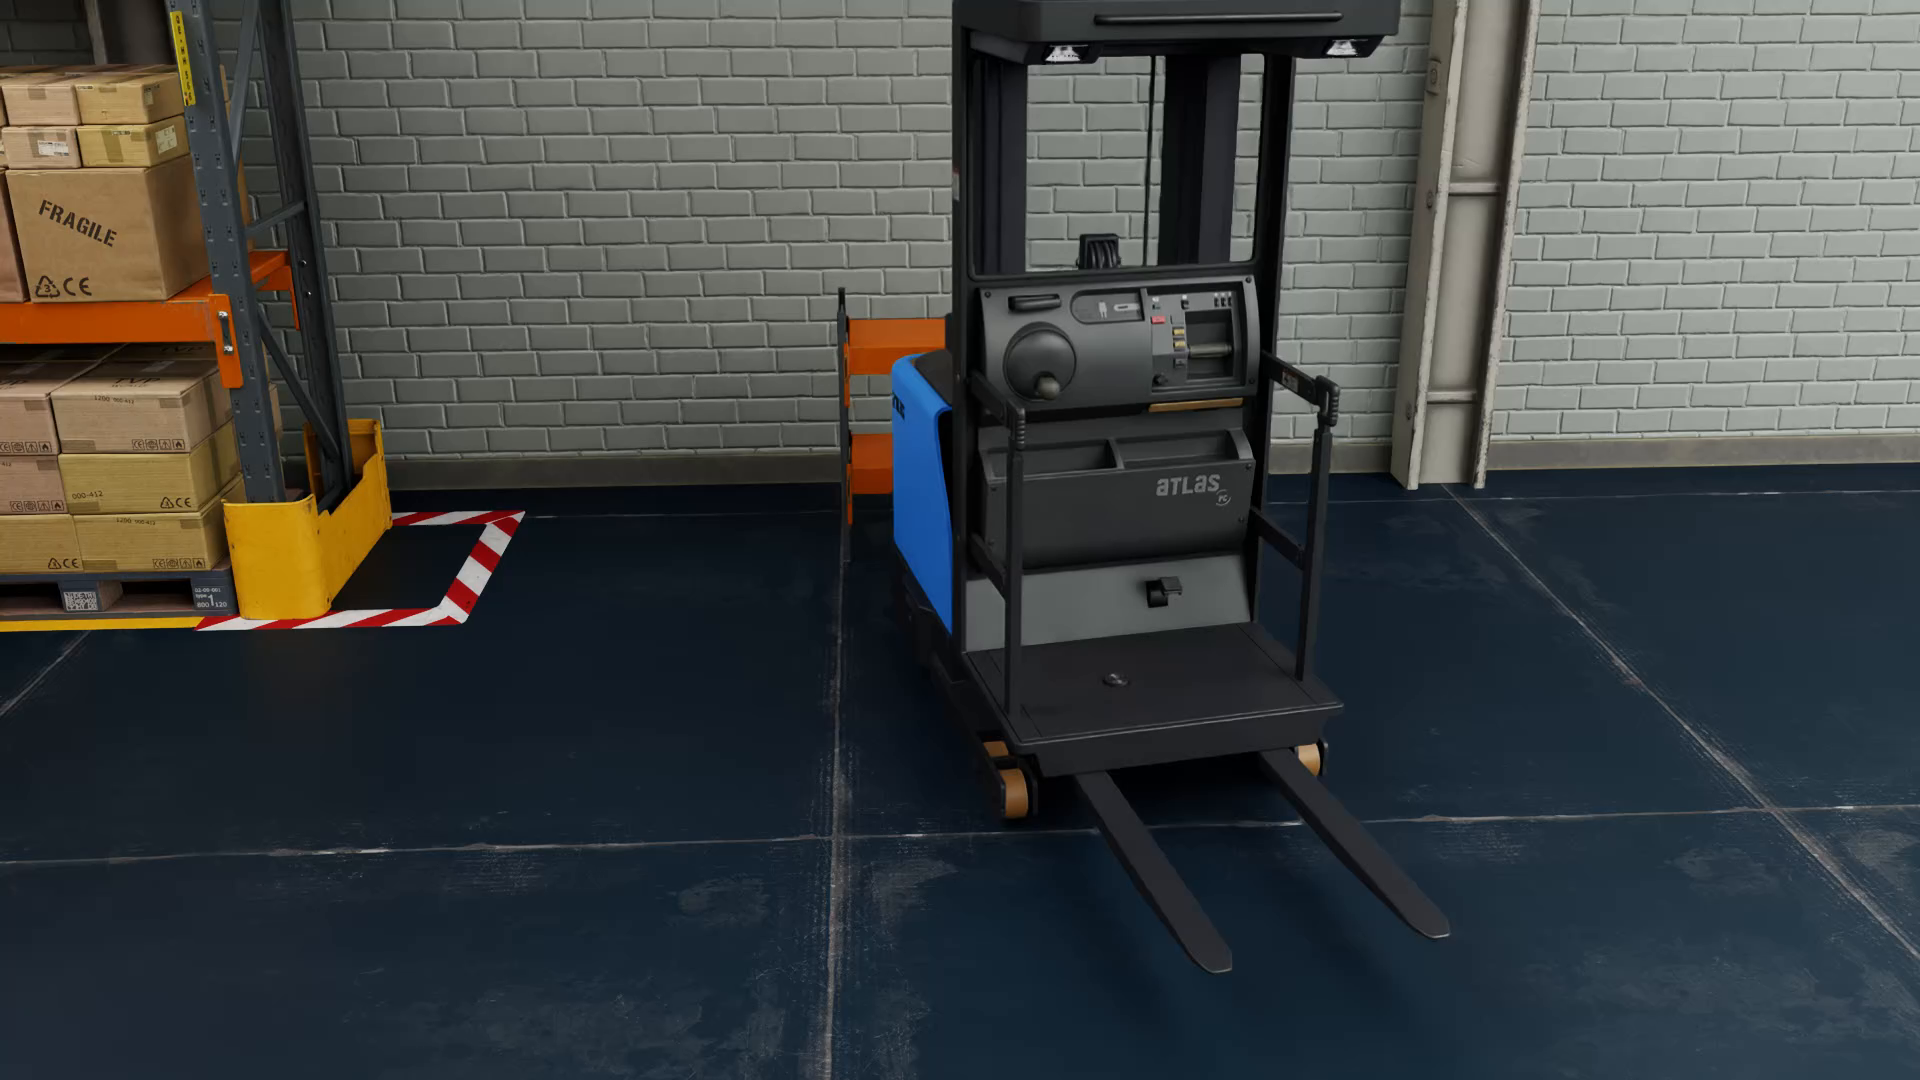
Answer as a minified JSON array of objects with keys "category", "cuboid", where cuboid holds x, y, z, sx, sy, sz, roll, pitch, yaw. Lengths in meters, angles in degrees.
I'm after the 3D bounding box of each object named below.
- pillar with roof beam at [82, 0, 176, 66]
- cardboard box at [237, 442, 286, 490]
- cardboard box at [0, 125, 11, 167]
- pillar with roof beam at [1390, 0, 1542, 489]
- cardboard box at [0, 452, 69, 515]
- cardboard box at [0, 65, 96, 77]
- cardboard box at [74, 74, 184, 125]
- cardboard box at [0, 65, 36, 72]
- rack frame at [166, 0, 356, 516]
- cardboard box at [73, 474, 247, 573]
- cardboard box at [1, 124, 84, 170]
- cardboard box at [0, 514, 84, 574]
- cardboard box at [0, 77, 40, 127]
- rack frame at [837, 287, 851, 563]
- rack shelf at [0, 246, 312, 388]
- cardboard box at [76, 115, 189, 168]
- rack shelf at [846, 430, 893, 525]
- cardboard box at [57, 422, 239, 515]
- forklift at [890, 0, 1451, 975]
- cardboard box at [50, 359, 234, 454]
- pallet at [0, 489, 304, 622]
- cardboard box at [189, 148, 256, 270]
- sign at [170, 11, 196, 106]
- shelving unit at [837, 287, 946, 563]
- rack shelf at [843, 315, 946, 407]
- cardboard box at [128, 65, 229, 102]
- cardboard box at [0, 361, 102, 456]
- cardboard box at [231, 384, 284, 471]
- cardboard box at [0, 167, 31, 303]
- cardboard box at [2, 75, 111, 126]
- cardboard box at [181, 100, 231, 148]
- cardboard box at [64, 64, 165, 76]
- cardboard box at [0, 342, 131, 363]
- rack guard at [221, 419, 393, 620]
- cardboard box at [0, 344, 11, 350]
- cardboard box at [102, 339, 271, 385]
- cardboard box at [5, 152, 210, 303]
[{"category":"pillar with roof beam","cuboid":[-3.331,-2.865,2.498,0.400,9.000,9.100,-1,21,-3]},{"category":"cardboard box","cuboid":[-3.332,-0.255,7.349,0.500,0.250,0.500,-1,21,-3]},{"category":"cardboard box","cuboid":[-3.676,-1.528,6.368,0.250,0.149,0.380,-1,21,-2]},{"category":"pillar with roof beam","cuboid":[2.659,-2.987,2.818,0.400,9.000,9.100,-1,21,-3]},{"category":"cardboard box","cuboid":[-3.799,-0.302,6.770,0.500,0.250,0.500,-1,21,-4]},{"category":"cardboard box","cuboid":[-3.704,-1.839,6.764,0.250,0.149,0.380,-1,21,-2]},{"category":"cardboard box","cuboid":[-3.176,-1.691,6.377,0.250,0.149,0.380,-1,21,-3]},{"category":"cardboard box","cuboid":[-3.951,-1.839,6.765,0.250,0.149,0.380,-1,21,-3]},{"category":"rack frame","cuboid":[-2.830,-1.284,6.779,0.127,3.000,1.000,-1,21,-3]},{"category":"cardboard box","cuboid":[-3.281,-0.074,6.873,0.500,0.250,0.500,-1,21,-3]},{"category":"cardboard box","cuboid":[-3.414,-1.512,6.324,0.250,0.149,0.380,-1,21,-2]},{"category":"cardboard box","cuboid":[-3.778,-0.067,6.856,0.500,0.250,0.500,-1,21,-3]},{"category":"cardboard box","cuboid":[-3.680,-1.660,6.295,0.250,0.149,0.380,-1,21,-2]},{"category":"rack frame","cuboid":[-0.514,-0.515,7.393,0.032,1.125,0.500,-1,21,-3]},{"category":"rack shelf","cuboid":[-4.827,-0.908,6.800,4.000,0.370,1.077,-1,21,-3]},{"category":"cardboard box","cuboid":[-3.160,-1.528,6.366,0.250,0.149,0.380,-1,21,-2]},{"category":"rack shelf","cuboid":[-0.007,-0.297,7.507,1.000,0.278,0.538,-1,21,-3]},{"category":"cardboard box","cuboid":[-3.298,-0.308,6.787,0.500,0.250,0.500,-1,21,-4]},{"category":"forklift","cuboid":[0.575,-0.631,5.158,1.130,2.935,3.031,-5,21,-13]},{"category":"cardboard box","cuboid":[-3.272,-0.543,6.700,0.500,0.250,0.500,0,21,-1]},{"category":"pallet","cuboid":[-3.591,0.049,7.195,1.213,0.211,1.003,-1,21,-3]},{"category":"cardboard box","cuboid":[-3.340,-1.420,6.994,0.500,0.500,0.500,0,21,-1]},{"category":"sign","cuboid":[-2.813,-1.743,6.024,0.005,0.325,0.100,-1,21,-3]},{"category":"shelving unit","cuboid":[-0.007,-0.526,7.420,1.048,1.125,0.538,-1,21,-3]},{"category":"rack shelf","cuboid":[-0.007,-0.799,7.316,1.000,0.278,0.538,-1,21,-3]},{"category":"cardboard box","cuboid":[-3.178,-1.842,6.774,0.250,0.149,0.380,-2,21,-4]},{"category":"cardboard box","cuboid":[-3.781,-0.530,6.667,0.500,0.250,0.500,-1,21,-2]},{"category":"cardboard box","cuboid":[-3.311,-0.493,7.273,0.500,0.250,0.500,-1,21,-2]},{"category":"cardboard box","cuboid":[-3.825,-1.221,6.471,0.500,0.500,0.500,-1,21,-1]},{"category":"cardboard box","cuboid":[-3.420,-1.675,6.335,0.250,0.149,0.380,-1,21,-3]},{"category":"cardboard box","cuboid":[-3.184,-1.720,6.869,0.250,0.149,0.380,-2,21,-4]},{"category":"cardboard box","cuboid":[-3.447,-1.859,6.818,0.250,0.149,0.380,0,21,-1]},{"category":"cardboard box","cuboid":[-3.819,-0.709,7.136,0.500,0.250,0.500,-1,21,-3]},{"category":"rack guard","cuboid":[-2.806,-0.117,7.225,0.348,0.500,1.175,-1,21,-3]},{"category":"cardboard box","cuboid":[-4.319,-0.703,7.120,0.500,0.250,0.500,-1,21,-3]},{"category":"cardboard box","cuboid":[-3.321,-0.720,7.166,0.500,0.250,0.500,-1,21,-4]},{"category":"cardboard box","cuboid":[-3.306,-1.228,6.490,0.500,0.500,0.500,-2,21,-4]}]
